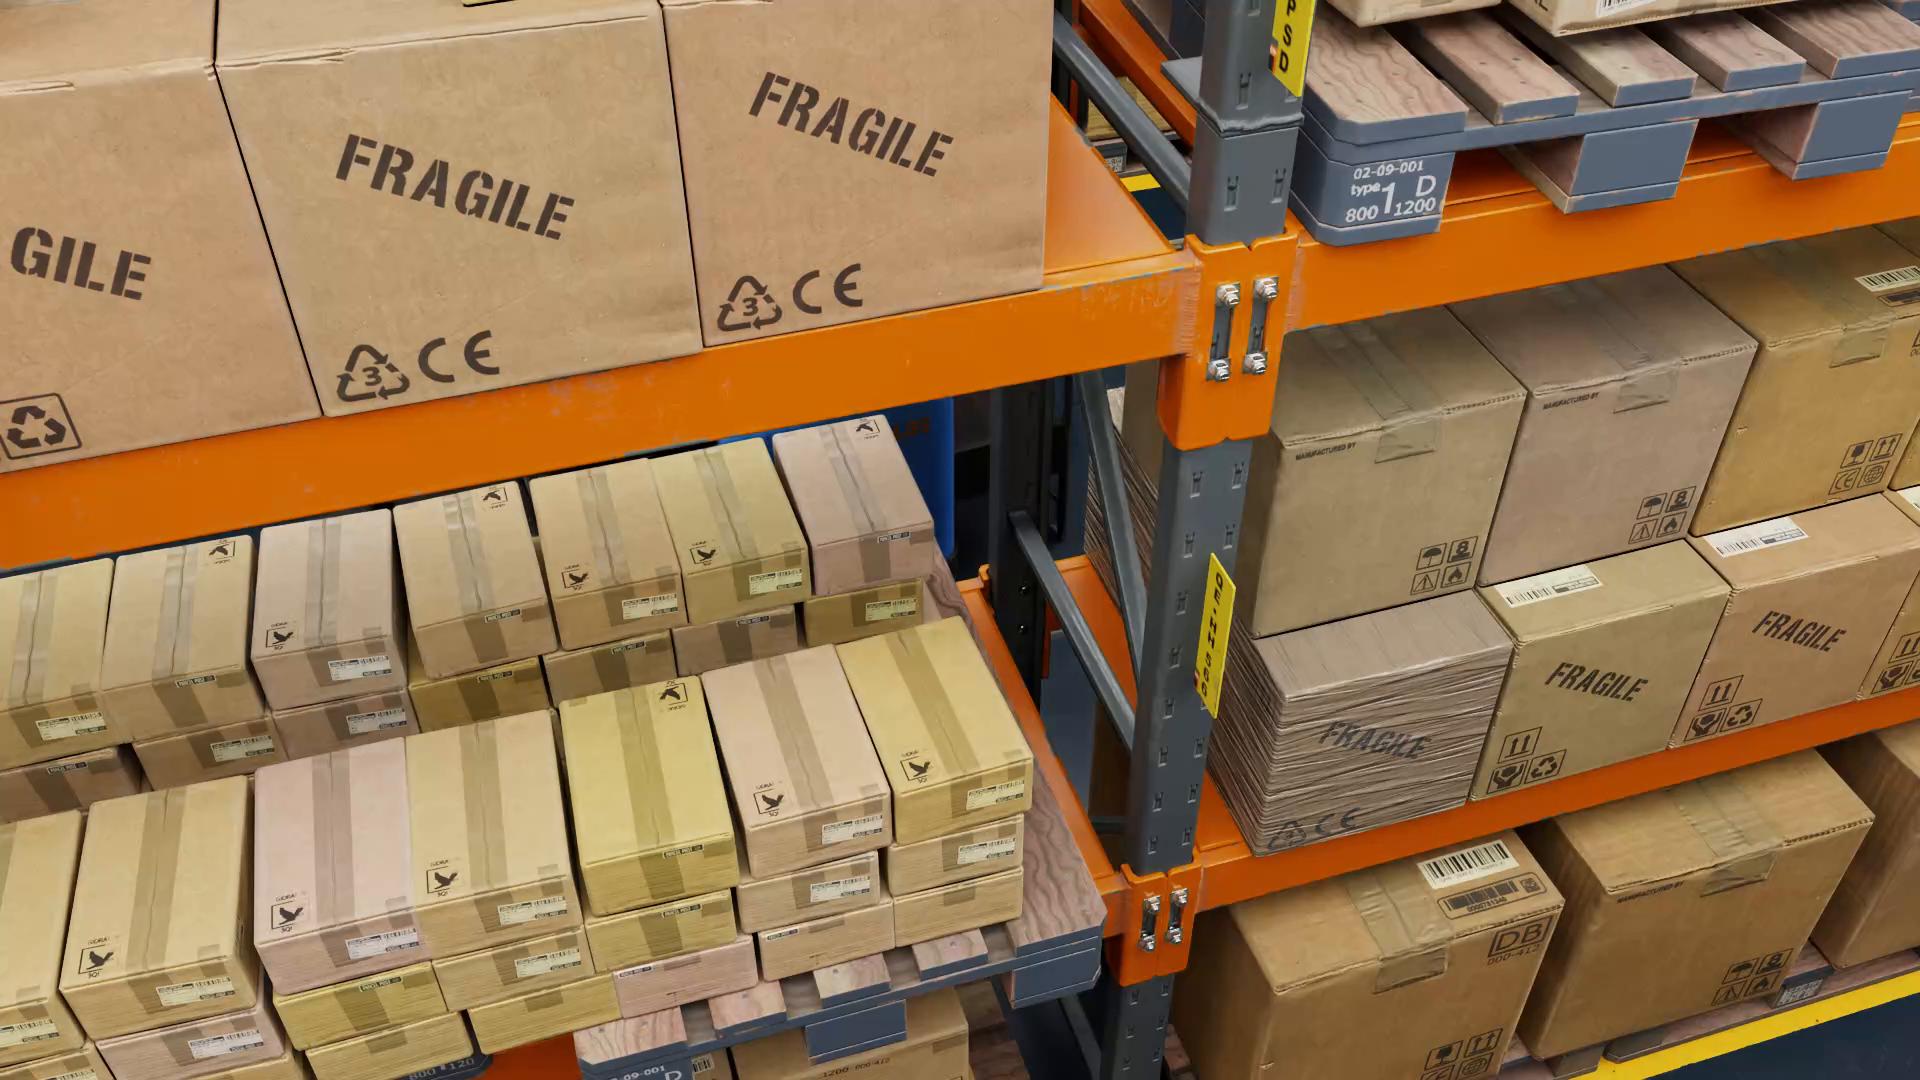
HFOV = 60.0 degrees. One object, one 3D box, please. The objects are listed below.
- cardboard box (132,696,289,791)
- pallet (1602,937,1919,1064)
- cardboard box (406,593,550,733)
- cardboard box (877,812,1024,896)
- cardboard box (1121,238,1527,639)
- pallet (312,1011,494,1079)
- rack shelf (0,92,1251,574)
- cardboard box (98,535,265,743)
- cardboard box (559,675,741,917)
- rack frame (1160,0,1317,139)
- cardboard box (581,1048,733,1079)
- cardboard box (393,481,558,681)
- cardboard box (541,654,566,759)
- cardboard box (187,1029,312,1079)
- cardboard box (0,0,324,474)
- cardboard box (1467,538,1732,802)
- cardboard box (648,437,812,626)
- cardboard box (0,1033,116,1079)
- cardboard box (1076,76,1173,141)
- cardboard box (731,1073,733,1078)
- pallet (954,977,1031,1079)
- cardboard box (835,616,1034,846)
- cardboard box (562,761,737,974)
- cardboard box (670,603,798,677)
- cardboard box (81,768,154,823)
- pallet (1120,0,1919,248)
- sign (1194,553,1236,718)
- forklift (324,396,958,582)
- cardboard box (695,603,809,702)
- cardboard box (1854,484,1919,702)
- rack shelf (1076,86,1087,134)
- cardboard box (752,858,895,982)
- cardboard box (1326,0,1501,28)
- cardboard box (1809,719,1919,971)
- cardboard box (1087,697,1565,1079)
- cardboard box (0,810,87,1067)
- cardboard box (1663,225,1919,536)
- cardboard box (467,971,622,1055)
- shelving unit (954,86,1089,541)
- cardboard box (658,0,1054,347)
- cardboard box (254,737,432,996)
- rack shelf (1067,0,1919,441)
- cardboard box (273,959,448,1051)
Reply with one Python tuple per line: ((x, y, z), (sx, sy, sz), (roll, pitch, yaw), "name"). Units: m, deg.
((-1.472, 0.289, 3.285), (0.250, 0.149, 0.380), (-12, 43, -13), "cardboard box")
((2.213, 0.943, 5.011), (1.213, 0.211, 1.003), (-12, 42, -13), "pallet")
((-0.996, 0.194, 3.394), (0.250, 0.149, 0.380), (-12, 42, -13), "cardboard box")
((-0.057, 0.448, 3.103), (0.250, 0.149, 0.380), (-11, 42, -12), "cardboard box")
((0.708, -0.257, 3.428), (0.500, 0.500, 0.700), (-12, 43, -13), "cardboard box")
((-1.599, 0.729, 3.282), (1.213, 0.211, 1.003), (-12, 42, -13), "pallet")
((-1.630, -0.224, 2.493), (4.000, 0.370, 1.077), (-12, 42, -13), "rack shelf")
((-1.475, 0.183, 3.181), (0.250, 0.149, 0.380), (-10, 42, -12), "cardboard box")
((-0.543, 0.437, 2.890), (0.250, 0.149, 0.380), (-10, 42, -12), "cardboard box")
((0.277, -2.019, 1.722), (0.127, 3.000, 1.000), (-12, 42, -13), "rack frame")
((-0.775, 1.147, 3.668), (0.500, 0.250, 0.500), (-11, 42, -12), "cardboard box")
((-0.965, 0.074, 3.305), (0.250, 0.149, 0.380), (-13, 43, -15), "cardboard box")
((-0.980, 0.299, 3.500), (0.250, 0.149, 0.380), (-10, 42, -11), "cardboard box")
((-1.280, 0.812, 2.912), (0.250, 0.149, 0.380), (-10, 42, -12), "cardboard box")
((-1.142, -0.452, 2.132), (0.500, 0.500, 0.500), (-12, 42, -13), "cardboard box")
((1.271, 0.181, 3.687), (0.500, 0.500, 0.500), (-12, 43, -13), "cardboard box")
((-0.477, -0.023, 3.416), (0.250, 0.149, 0.380), (-13, 43, -14), "cardboard box")
((-1.533, 0.755, 2.751), (0.250, 0.149, 0.380), (-13, 43, -14), "cardboard box")
((0.662, -2.418, 8.416), (0.625, 0.372, 0.950), (-10, 42, -12), "cardboard box")
((-0.768, 1.417, 3.928), (0.500, 0.500, 0.500), (-10, 42, -11), "cardboard box")
((-0.469, 1.443, 4.437), (1.213, 0.211, 1.003), (-12, 42, -13), "pallet")
((-0.053, 0.337, 3.004), (0.250, 0.149, 0.380), (-13, 43, -15), "cardboard box")
((-0.562, 0.555, 2.980), (0.250, 0.149, 0.380), (-11, 42, -12), "cardboard box")
((-0.502, 0.089, 3.514), (0.250, 0.149, 0.380), (-10, 42, -11), "cardboard box")
((-1.723, 0.452, 3.325), (0.250, 0.149, 0.380), (-13, 43, -14), "cardboard box")
((0.875, -0.979, 2.955), (1.003, 0.211, 1.213), (-10, 42, -11), "pallet")
((0.449, 0.172, 2.953), (0.005, 0.325, 0.100), (-12, 42, -13), "sign")
((-1.569, -0.721, 4.848), (3.031, 2.935, 1.130), (-16, 44, -18), "forklift")
((-0.466, 0.191, 3.623), (0.250, 0.149, 0.380), (-10, 42, -11), "cardboard box")
((2.228, -0.016, 3.912), (0.500, 0.500, 0.500), (-12, 43, -14), "cardboard box")
((0.083, -1.362, 5.169), (0.480, 0.518, 0.431), (-16, 44, -18), "rack shelf")
((-0.293, 0.610, 3.144), (0.250, 0.149, 0.380), (-12, 43, -13), "cardboard box")
((0.644, -0.957, 2.581), (0.250, 0.149, 0.380), (-13, 43, -15), "cardboard box")
((2.606, 0.506, 4.782), (0.750, 0.750, 1.050), (-12, 42, -13), "cardboard box")
((0.885, 0.865, 4.371), (0.750, 0.750, 1.050), (-12, 43, -14), "cardboard box")
((-1.535, 0.642, 2.655), (0.250, 0.149, 0.380), (-10, 42, -12), "cardboard box")
((1.679, -0.460, 3.661), (0.500, 0.500, 0.700), (-12, 43, -14), "cardboard box")
((-0.777, 0.708, 3.031), (0.250, 0.149, 0.380), (-12, 43, -14), "cardboard box")
((0.083, -0.845, 5.621), (0.503, 2.100, 0.431), (-16, 44, -18), "shelving unit")
((-0.191, -0.655, 2.364), (0.500, 0.500, 0.500), (-12, 42, -13), "cardboard box")
((-1.028, 0.536, 2.776), (0.250, 0.149, 0.380), (-12, 42, -13), "cardboard box")
((2.185, -1.014, 3.398), (4.000, 0.370, 1.077), (-12, 42, -13), "rack shelf")
((-1.038, 0.652, 2.870), (0.250, 0.149, 0.380), (-12, 43, -13), "cardboard box")
